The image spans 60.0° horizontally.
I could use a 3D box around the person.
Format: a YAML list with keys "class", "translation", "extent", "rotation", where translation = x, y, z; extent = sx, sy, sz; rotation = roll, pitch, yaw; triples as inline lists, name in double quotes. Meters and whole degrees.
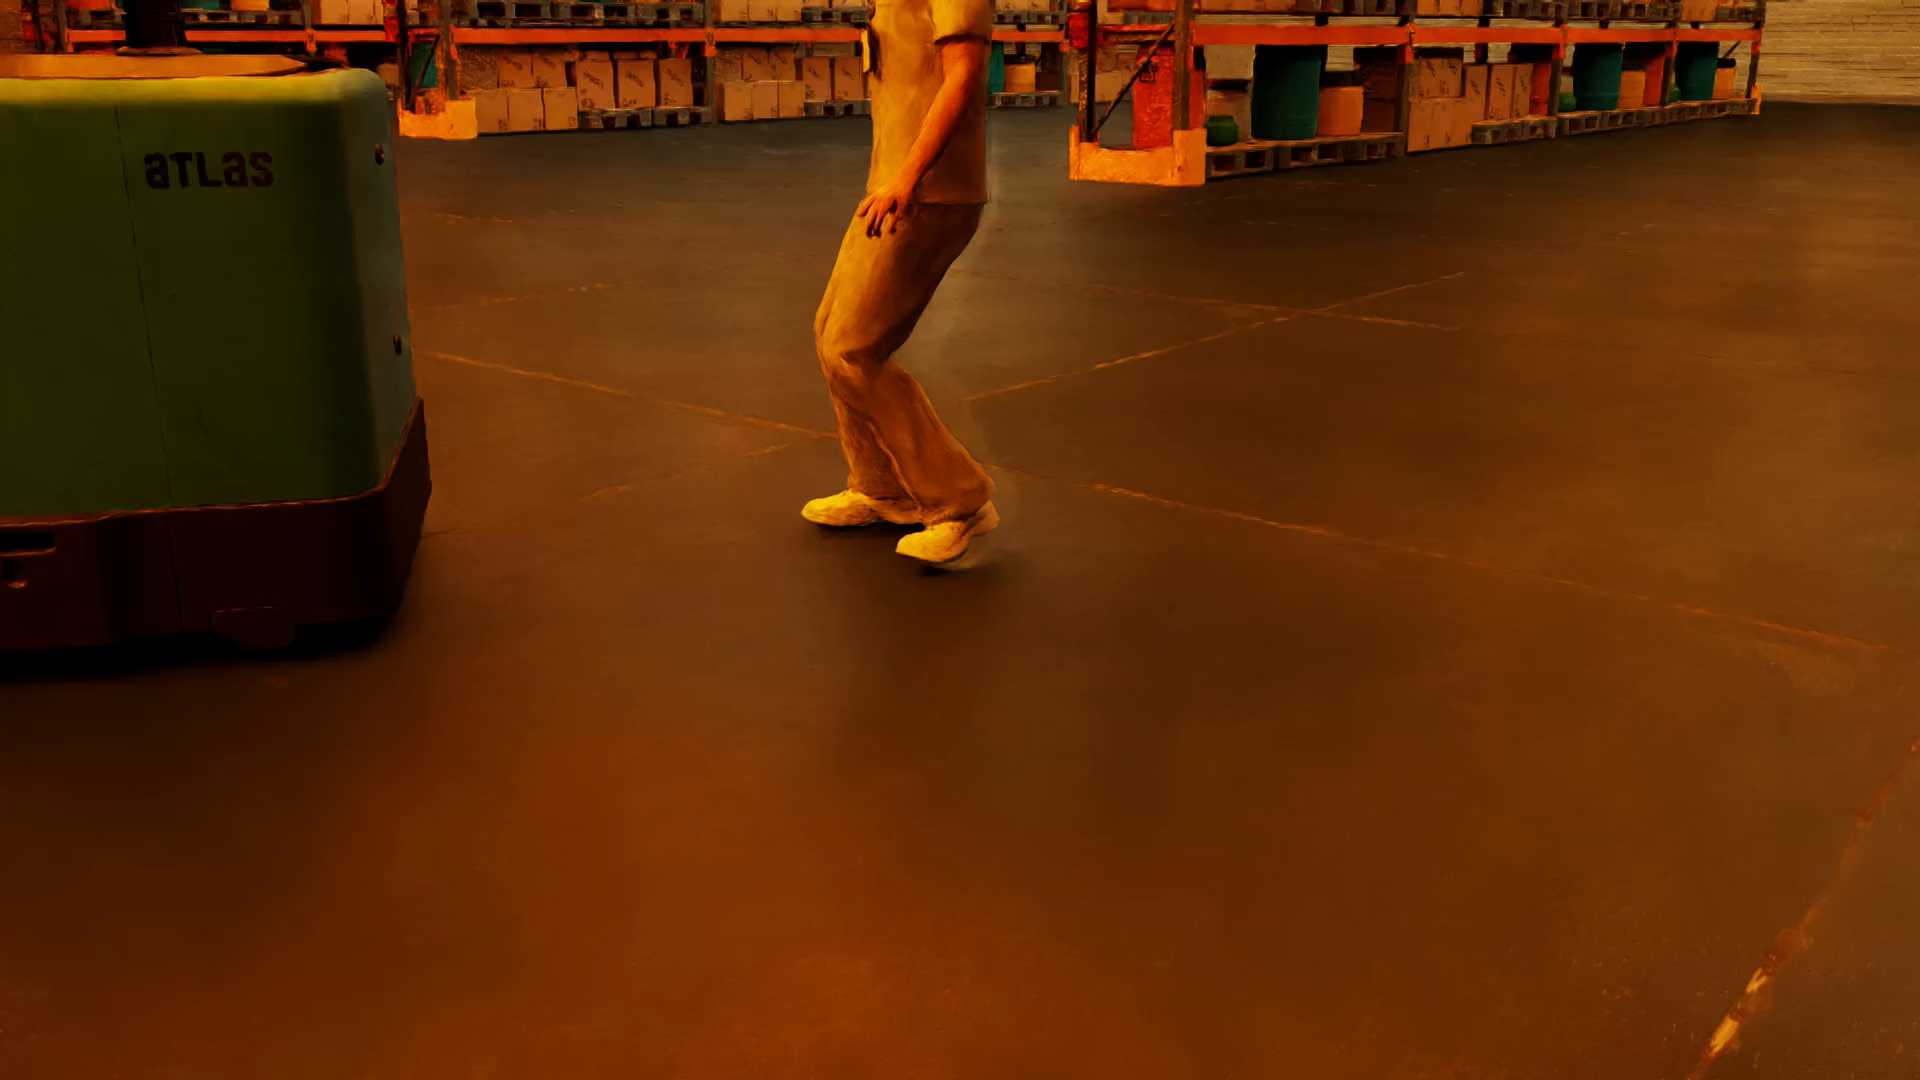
- class: "person"
  translation: [-0.128, -0.765, 3.694]
  extent: [0.480, 1.612, 0.648]
  rotation: [-2, 17, -6]

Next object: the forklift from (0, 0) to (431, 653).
- class: "forklift"
  translation: [-2.681, -1.234, 2.961]
  extent: [3.031, 2.935, 1.130]
  rotation: [-4, 17, -12]
